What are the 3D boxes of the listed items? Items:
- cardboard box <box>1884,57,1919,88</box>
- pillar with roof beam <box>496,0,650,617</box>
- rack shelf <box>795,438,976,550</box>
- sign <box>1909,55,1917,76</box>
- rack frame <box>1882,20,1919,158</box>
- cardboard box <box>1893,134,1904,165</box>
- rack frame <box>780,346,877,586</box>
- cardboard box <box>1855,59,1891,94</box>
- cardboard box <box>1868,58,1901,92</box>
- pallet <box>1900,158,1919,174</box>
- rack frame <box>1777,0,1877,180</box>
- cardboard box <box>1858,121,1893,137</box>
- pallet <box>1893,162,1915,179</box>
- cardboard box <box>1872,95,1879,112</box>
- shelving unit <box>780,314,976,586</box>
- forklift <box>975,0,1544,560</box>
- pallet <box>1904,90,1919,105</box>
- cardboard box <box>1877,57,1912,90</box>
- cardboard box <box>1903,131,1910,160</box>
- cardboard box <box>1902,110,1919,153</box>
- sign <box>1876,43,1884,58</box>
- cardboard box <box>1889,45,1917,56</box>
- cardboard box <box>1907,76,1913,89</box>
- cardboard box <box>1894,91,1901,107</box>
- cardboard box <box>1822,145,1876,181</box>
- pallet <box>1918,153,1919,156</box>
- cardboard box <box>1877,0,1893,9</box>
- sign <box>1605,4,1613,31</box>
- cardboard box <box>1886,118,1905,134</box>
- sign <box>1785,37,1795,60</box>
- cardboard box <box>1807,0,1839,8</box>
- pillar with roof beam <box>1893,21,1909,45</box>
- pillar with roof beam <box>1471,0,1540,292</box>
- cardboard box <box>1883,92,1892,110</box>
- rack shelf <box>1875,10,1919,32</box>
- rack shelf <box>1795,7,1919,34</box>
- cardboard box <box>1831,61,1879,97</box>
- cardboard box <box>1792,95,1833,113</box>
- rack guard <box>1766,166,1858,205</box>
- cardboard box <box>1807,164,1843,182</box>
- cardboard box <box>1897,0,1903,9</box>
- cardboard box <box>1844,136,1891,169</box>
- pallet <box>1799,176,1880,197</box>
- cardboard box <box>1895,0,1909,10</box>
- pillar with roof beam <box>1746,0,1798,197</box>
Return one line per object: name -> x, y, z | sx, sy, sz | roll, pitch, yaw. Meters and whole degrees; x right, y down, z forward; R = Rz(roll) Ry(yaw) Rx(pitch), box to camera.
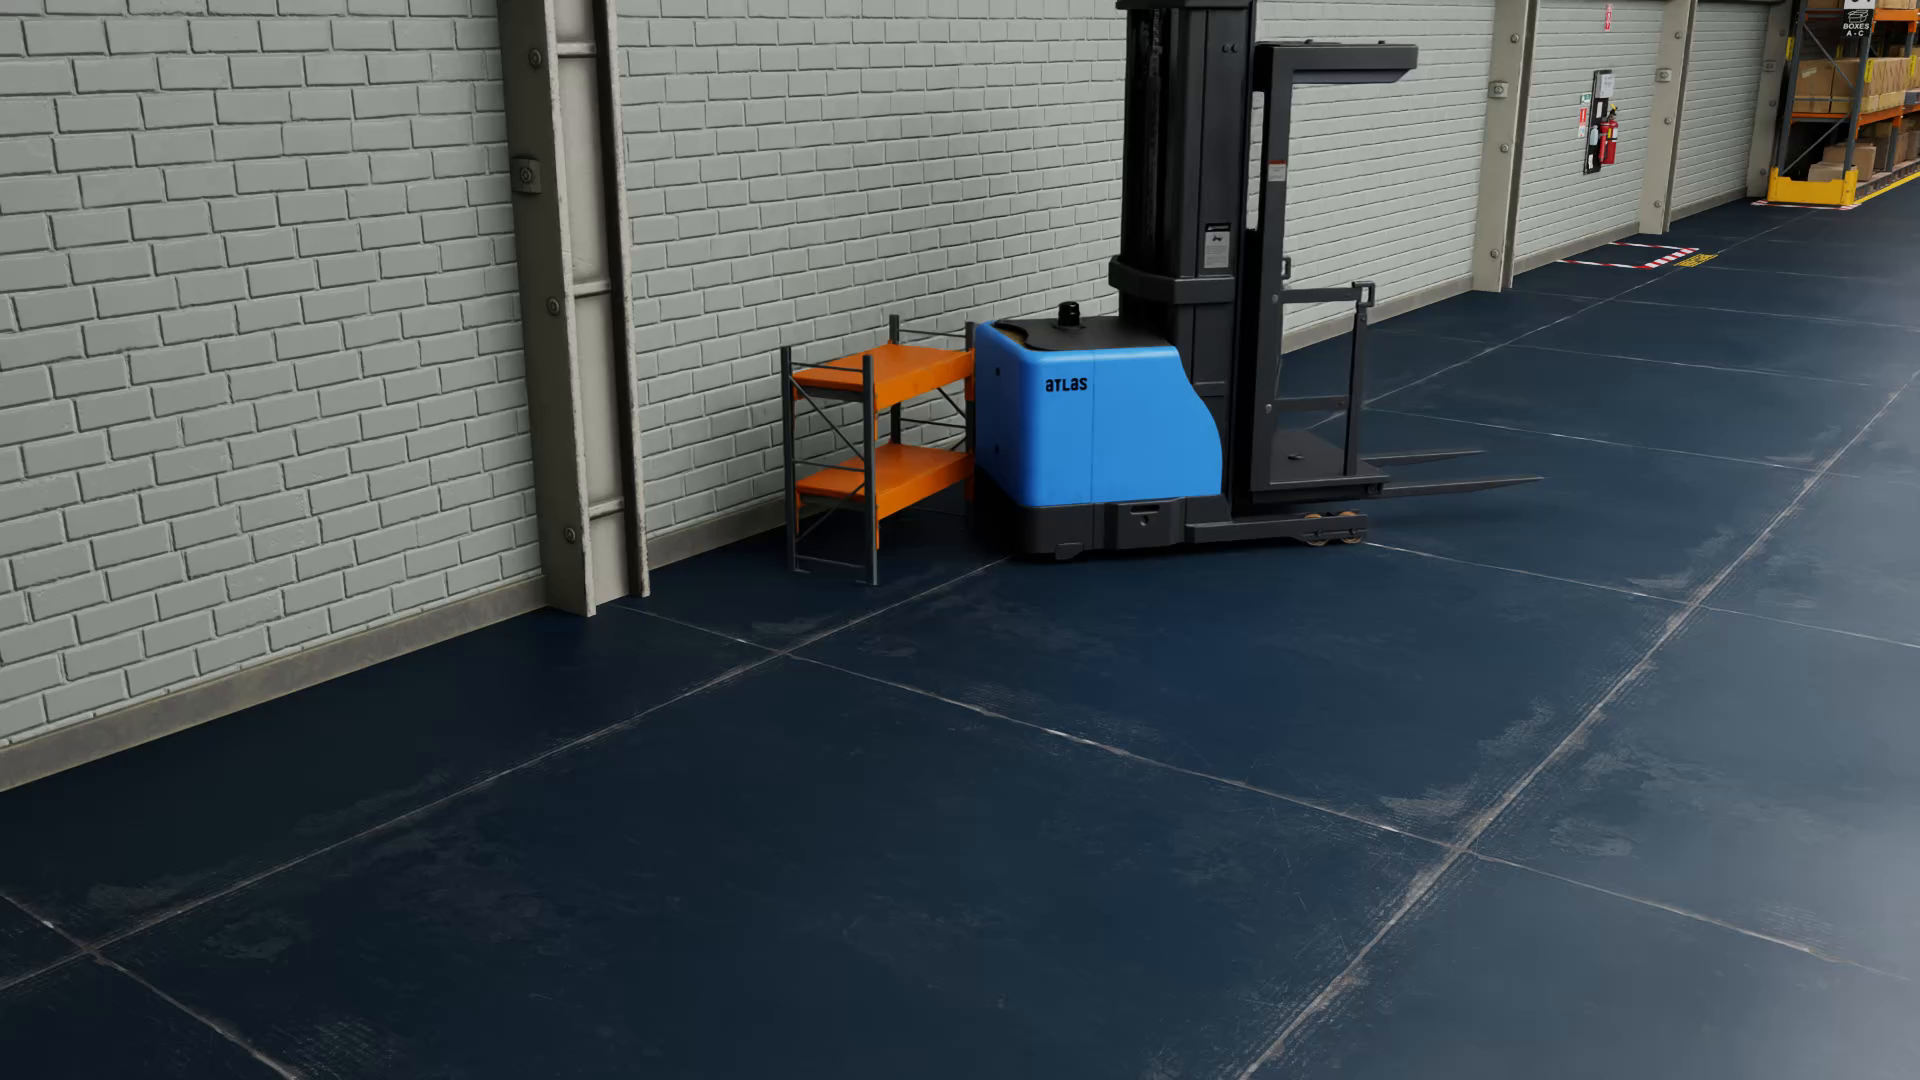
cardboard box -> 16.638, -8.300, 29.502 | 0.700, 0.500, 0.500 | 12, 21, 35
pillar with roof beam -> 1.747, -3.258, 4.063 | 9.100, 9.000, 0.400 | 12, 21, 35
rack shelf -> -0.387, -0.251, 8.480 | 0.538, 0.278, 1.000 | 9, 19, 27
sign -> 15.691, -7.823, 27.417 | 0.100, 0.325, 0.005 | 12, 21, 35
rack frame -> 17.634, -8.456, 30.916 | 1.000, 3.000, 0.127 | 12, 21, 35
cardboard box -> 16.280, -6.944, 29.521 | 0.700, 0.500, 0.500 | 13, 21, 35
rack frame -> -0.628, -0.352, 7.980 | 0.500, 1.125, 0.032 | 9, 19, 27
cardboard box -> 14.009, -7.145, 25.650 | 0.500, 0.500, 0.500 | 12, 21, 33
cardboard box -> 14.616, -7.394, 26.451 | 0.500, 0.500, 0.500 | 12, 21, 33
pallet -> 17.167, -6.939, 30.731 | 1.003, 0.211, 1.213 | 12, 21, 35
rack frame -> 12.867, -6.551, 24.780 | 1.000, 3.000, 0.127 | 12, 21, 35
cardboard box -> 15.936, -7.162, 28.956 | 0.500, 0.250, 0.500 | 12, 21, 34
pallet -> 16.440, -6.649, 29.799 | 1.003, 0.211, 1.213 | 12, 21, 35
cardboard box -> 13.711, -6.675, 25.400 | 0.500, 0.250, 0.500 | 12, 21, 33
shelving unit -> -0.387, -0.485, 8.408 | 0.538, 1.125, 1.048 | 9, 19, 27
forklift -> 1.641, -1.514, 8.677 | 3.031, 2.935, 1.130 | -4, 18, -13
pallet -> 15.823, -7.568, 28.380 | 1.003, 0.211, 1.213 | 12, 21, 35
cardboard box -> 15.217, -7.632, 27.218 | 0.500, 0.500, 0.500 | 12, 21, 35
cardboard box -> 16.847, -7.190, 30.311 | 0.700, 0.500, 0.500 | 12, 21, 35
cardboard box -> 18.178, -7.782, 31.662 | 0.750, 0.750, 0.750 | 12, 21, 34
sign -> 17.186, -9.106, 31.058 | 0.100, 0.325, 0.005 | 12, 21, 35
cardboard box -> 17.696, -9.167, 31.238 | 0.500, 0.250, 0.500 | 13, 22, 36
cardboard box -> 15.920, -8.008, 28.564 | 0.700, 0.500, 0.500 | 15, 23, 40
cardboard box -> 14.908, -7.158, 26.954 | 0.500, 0.250, 0.500 | 13, 21, 35
cardboard box -> 14.169, -6.018, 26.537 | 0.700, 0.500, 0.500 | 11, 20, 31
pallet -> 18.164, -7.299, 31.891 | 1.003, 0.211, 1.213 | 12, 21, 35
cardboard box -> 13.616, -8.198, 24.823 | 0.500, 0.500, 0.500 | 14, 22, 38
sign -> 7.427, -5.982, 19.041 | 0.001, 0.298, 0.199 | 12, 21, 35
cardboard box -> 16.555, -7.402, 29.730 | 0.500, 0.250, 0.500 | 12, 21, 34
sign -> 12.434, -7.357, 24.893 | 0.100, 0.325, 0.005 | 12, 21, 35
cardboard box -> 12.913, -8.185, 24.782 | 0.500, 0.500, 0.500 | 14, 22, 39
pillar with roof beam -> 23.197, -11.833, 31.674 | 9.100, 9.000, 0.400 | 12, 21, 35
pillar with roof beam -> 8.897, -6.116, 13.266 | 9.100, 9.000, 0.400 | 12, 21, 35
cardboard box -> 14.322, -6.915, 26.173 | 0.500, 0.250, 0.500 | 13, 21, 35
rack shelf -> 16.442, -9.069, 29.044 | 1.077, 0.370, 4.000 | 12, 21, 35
rack shelf -> 14.059, -8.116, 25.976 | 1.077, 0.370, 4.000 | 12, 21, 35
cardboard box -> 13.393, -6.907, 24.883 | 0.500, 0.500, 0.500 | 12, 21, 35
cardboard box -> 12.990, -6.634, 25.268 | 0.500, 0.250, 0.500 | 13, 21, 35
rack guard -> 12.913, -5.375, 25.209 | 1.175, 0.500, 0.348 | 12, 21, 35
cardboard box -> 13.352, -5.626, 25.593 | 0.500, 0.311, 0.500 | 10, 20, 29
cardboard box -> 14.224, -8.453, 25.647 | 0.500, 0.500, 0.500 | 14, 22, 38
cardboard box -> 15.676, -6.698, 28.728 | 0.700, 0.500, 0.500 | 13, 22, 37
pallet -> 14.153, -5.714, 26.787 | 1.003, 0.211, 1.213 | 12, 21, 35
cardboard box -> 14.837, -8.711, 26.477 | 0.500, 0.500, 0.500 | 10, 20, 30
pillar with roof beam -> 16.047, -8.975, 22.470 | 9.100, 9.000, 0.400 | 12, 21, 35
